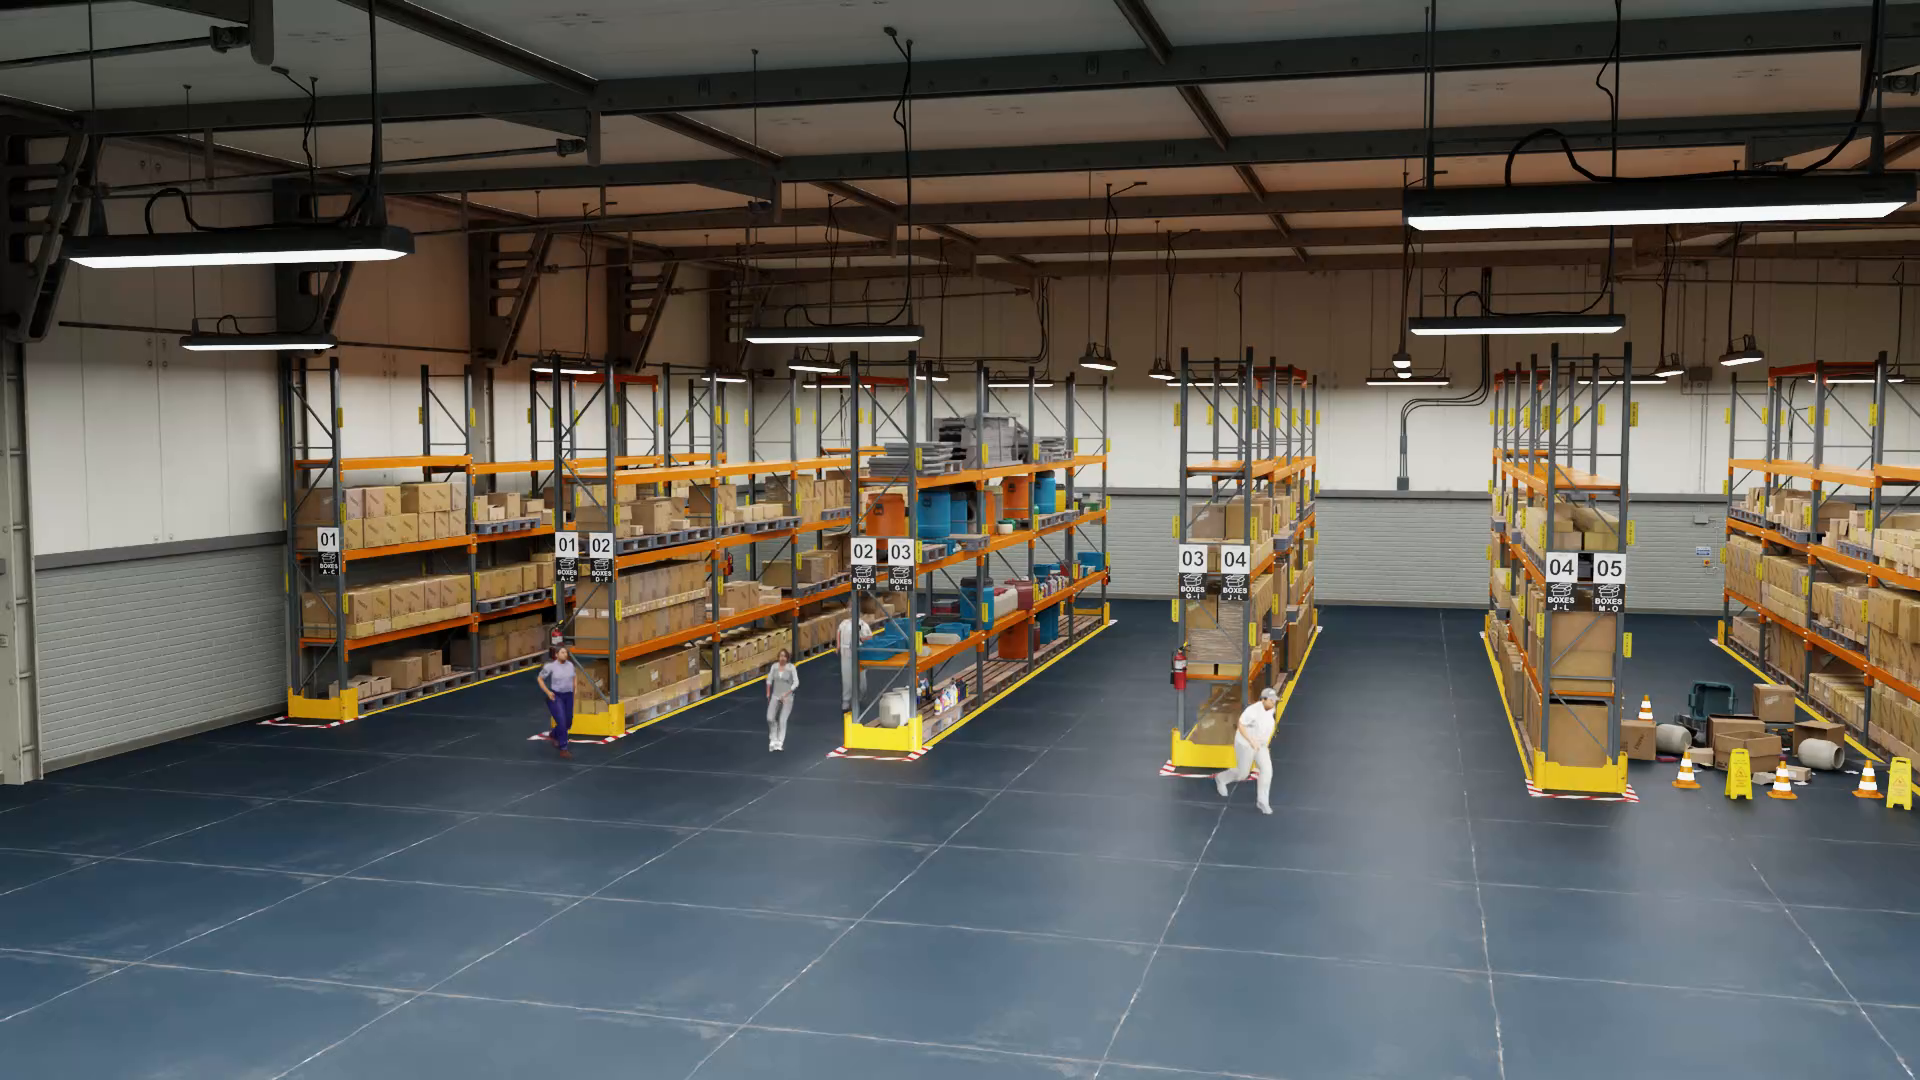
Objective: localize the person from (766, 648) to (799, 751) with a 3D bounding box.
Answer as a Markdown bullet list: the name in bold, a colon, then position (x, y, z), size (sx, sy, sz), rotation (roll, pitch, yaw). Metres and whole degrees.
- **person**: position (-2.693, 2.408, 25.020), size (0.523, 1.561, 0.520), rotation (1, 4, 7)

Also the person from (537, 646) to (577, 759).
- **person**: position (-5.945, 2.384, 24.717), size (0.726, 1.646, 0.624), rotation (4, 6, 42)

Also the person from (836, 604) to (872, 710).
- **person**: position (-1.843, 1.982, 28.763), size (0.662, 1.768, 0.989), rotation (0, 4, 7)

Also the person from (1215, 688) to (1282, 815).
- **person**: position (3.705, 2.666, 21.348), size (0.628, 1.627, 1.006), rotation (-4, 6, -43)
